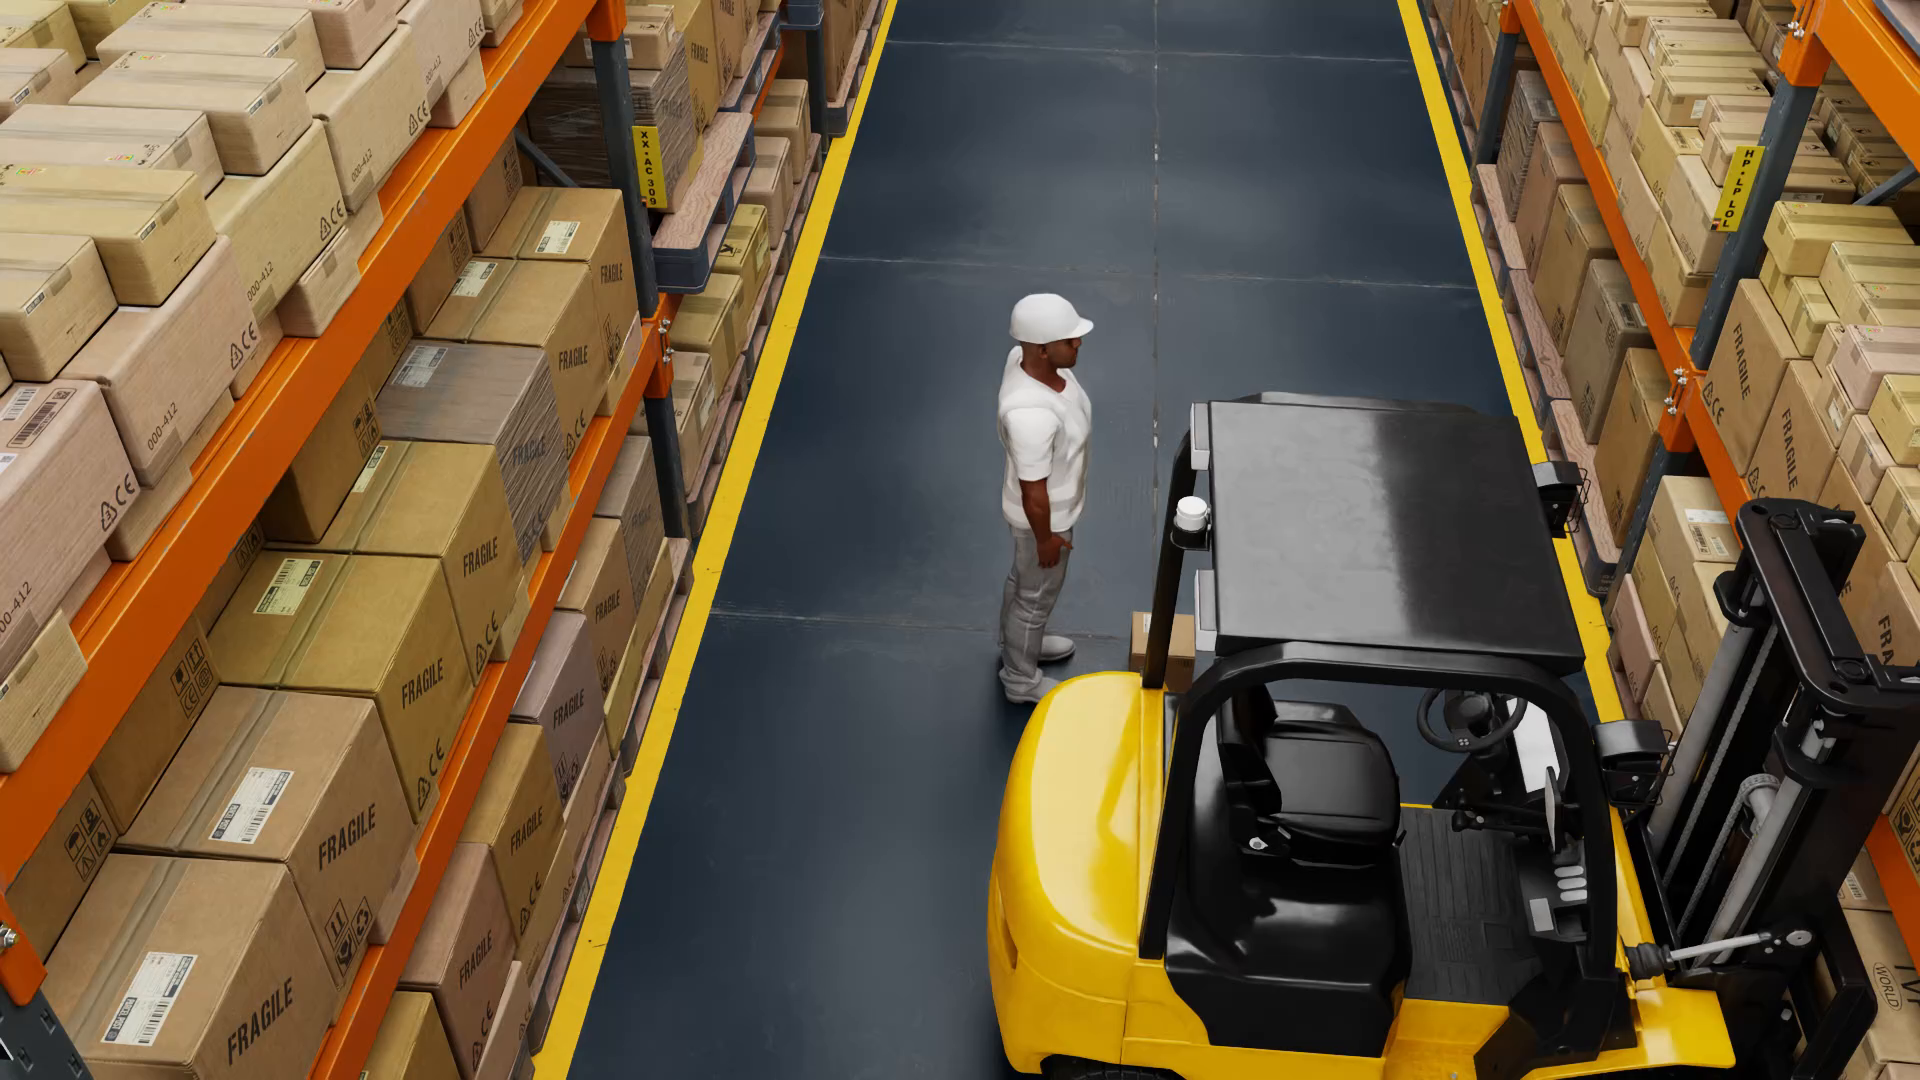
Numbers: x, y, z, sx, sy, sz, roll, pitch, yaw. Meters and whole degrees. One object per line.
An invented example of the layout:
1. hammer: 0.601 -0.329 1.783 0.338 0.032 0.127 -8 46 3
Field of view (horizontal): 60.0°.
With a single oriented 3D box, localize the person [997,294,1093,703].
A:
1. person: 0.322 -0.147 6.302 0.364 1.765 0.562 4 40 5
